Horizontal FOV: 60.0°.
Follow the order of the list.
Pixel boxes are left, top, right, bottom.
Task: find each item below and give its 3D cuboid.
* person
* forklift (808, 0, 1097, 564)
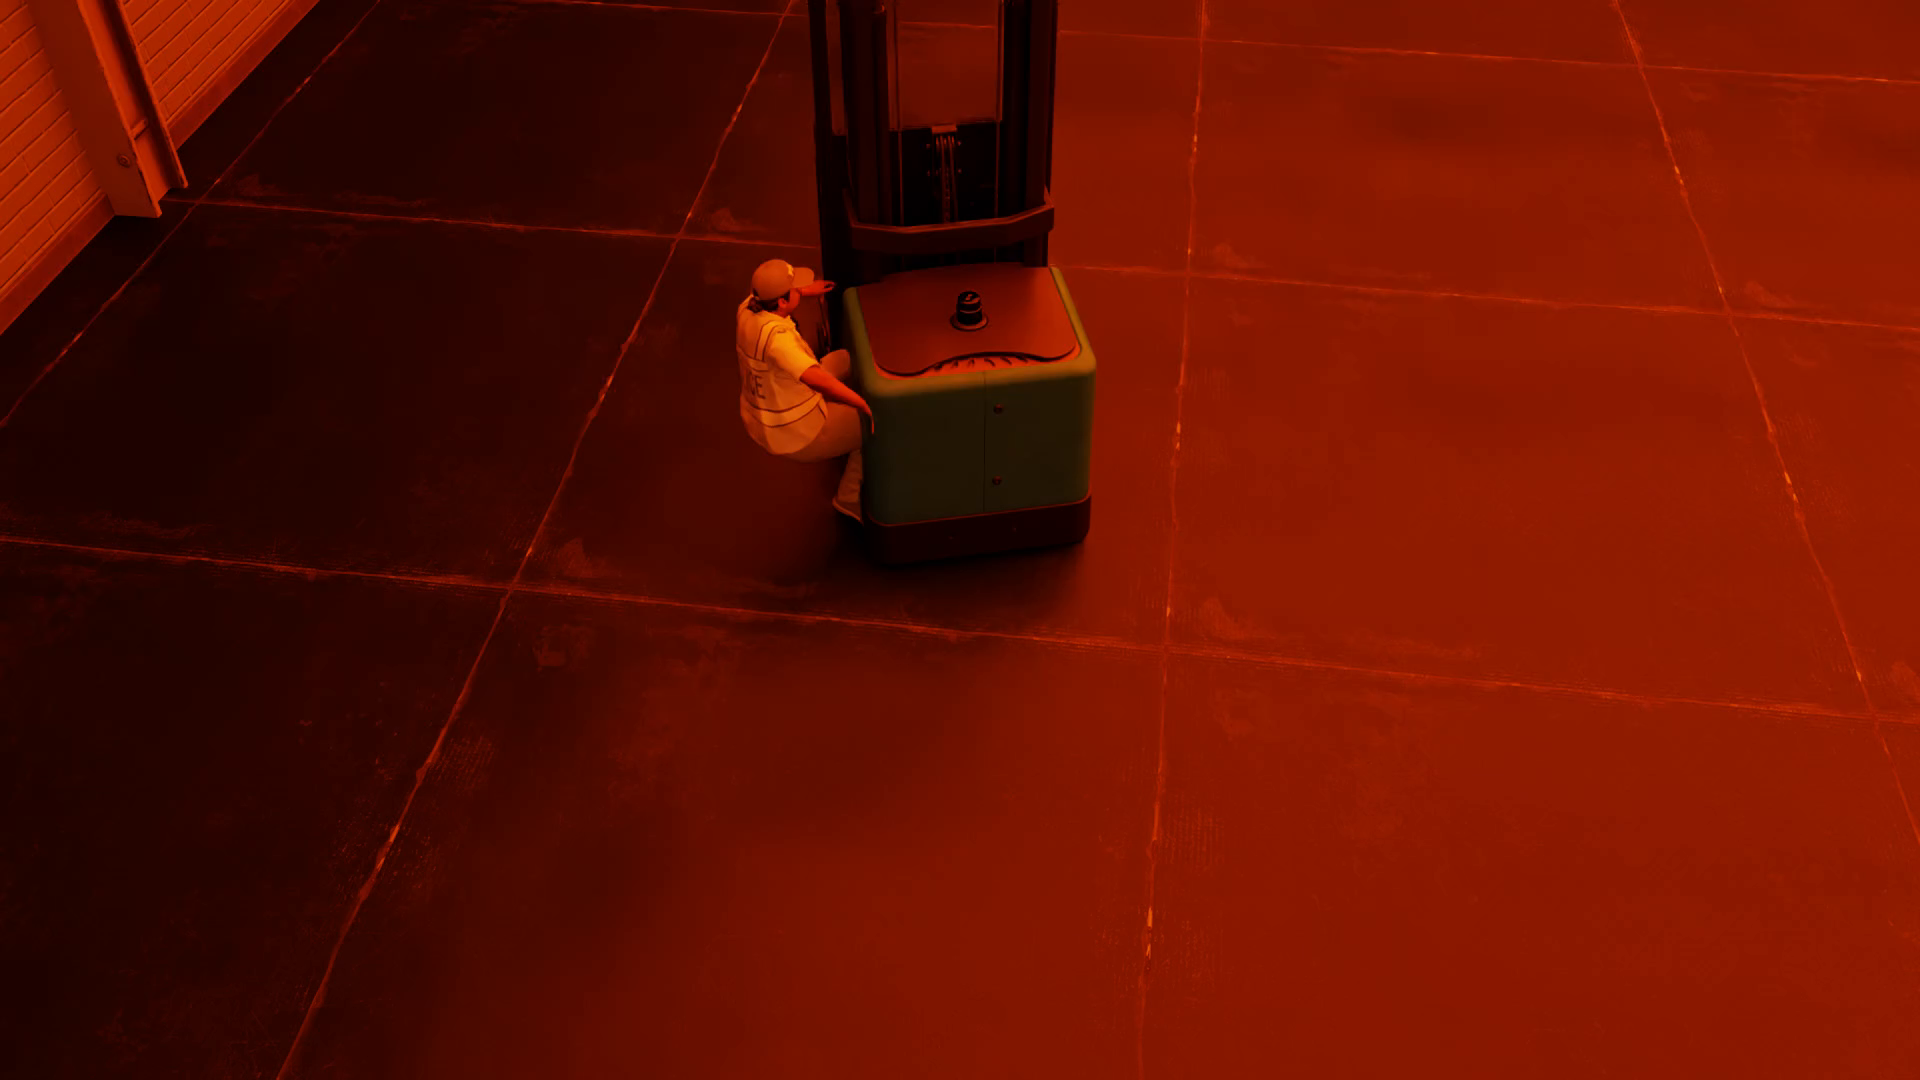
[{"bbox_3d":[-0.584,-0.681,7.546,0.822,1.409,0.973,-27,49,-26],"label":"person"},{"bbox_3d":[-0.159,-1.973,7.872,1.130,2.935,3.031,-7,43,-8],"label":"forklift"}]
